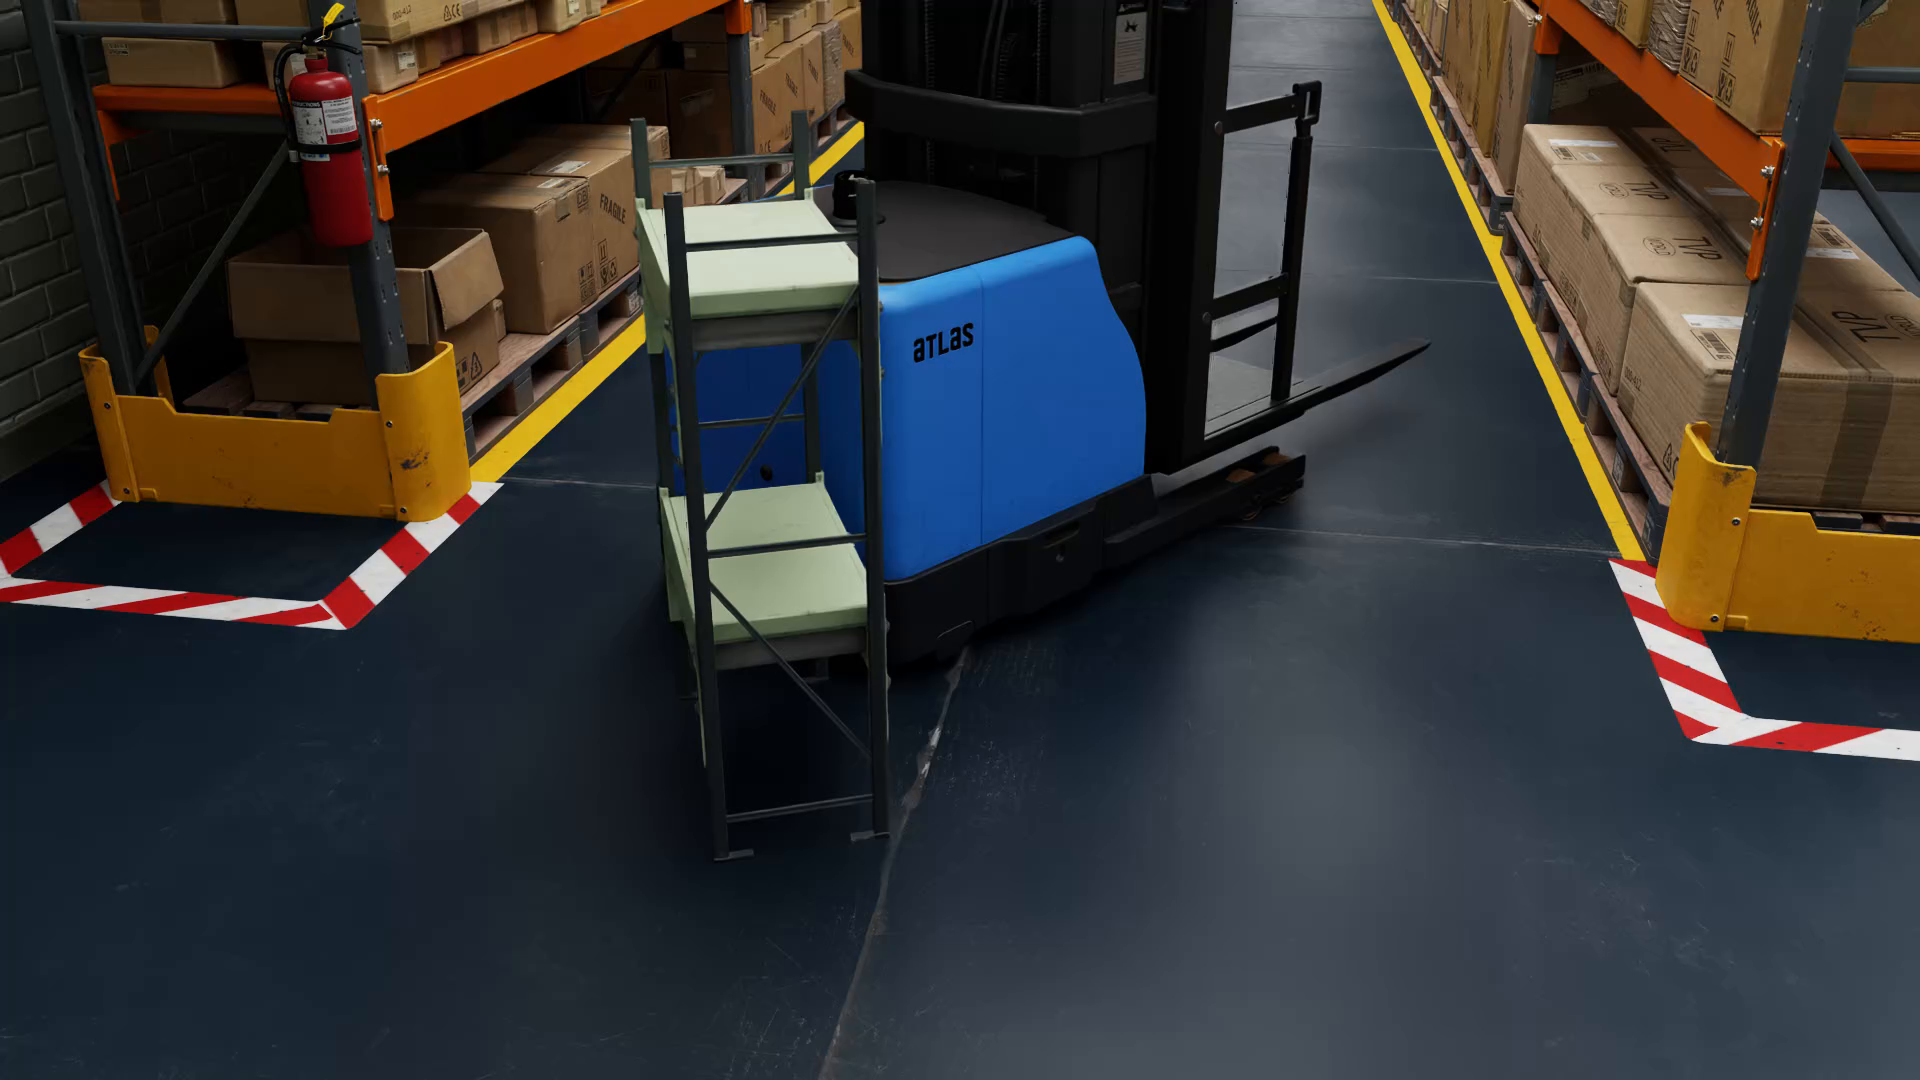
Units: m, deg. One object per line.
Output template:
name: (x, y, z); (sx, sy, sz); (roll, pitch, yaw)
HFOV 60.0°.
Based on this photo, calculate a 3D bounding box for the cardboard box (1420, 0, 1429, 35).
cardboard box: (4.290, -4.357, 13.624); (0.950, 0.372, 0.625); (5, 26, 10)

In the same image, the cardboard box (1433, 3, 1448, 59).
cardboard box: (4.048, -3.731, 12.287); (0.950, 0.372, 0.625); (2, 25, 5)

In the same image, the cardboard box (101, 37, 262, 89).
cardboard box: (-2.470, -1.535, 5.288); (0.380, 0.149, 0.250); (4, 25, 8)

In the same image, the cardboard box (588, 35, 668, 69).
cardboard box: (-1.830, -2.690, 9.147); (0.380, 0.149, 0.250); (3, 25, 6)

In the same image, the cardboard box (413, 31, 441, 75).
cardboard box: (-1.939, -1.606, 5.439); (0.380, 0.149, 0.250); (5, 25, 10)

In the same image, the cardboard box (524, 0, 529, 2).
cardboard box: (-1.758, -2.153, 6.137); (0.500, 0.250, 0.500); (4, 25, 8)

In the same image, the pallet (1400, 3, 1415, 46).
pallet: (4.473, -4.579, 14.785); (1.003, 0.211, 1.213); (4, 25, 9)

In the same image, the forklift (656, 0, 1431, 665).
forklift: (0.499, -1.526, 5.053); (1.130, 2.935, 3.031); (23, 33, 40)

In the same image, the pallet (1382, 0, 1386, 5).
pallet: (4.871, -5.700, 17.179); (1.003, 0.211, 1.213); (4, 25, 9)

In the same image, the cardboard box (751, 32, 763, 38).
cardboard box: (-1.316, -2.769, 9.316); (0.380, 0.149, 0.250); (3, 25, 7)

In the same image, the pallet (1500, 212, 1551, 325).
pallet: (3.090, -1.247, 7.664); (1.003, 0.211, 1.213); (4, 25, 9)

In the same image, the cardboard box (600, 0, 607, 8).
cardboard box: (-1.679, -2.256, 6.827); (0.380, 0.149, 0.250); (4, 25, 8)

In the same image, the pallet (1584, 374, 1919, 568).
pallet: (2.692, -0.226, 5.484); (1.003, 0.211, 1.213); (4, 25, 9)

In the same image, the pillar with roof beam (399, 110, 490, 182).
pillar with roof beam: (1.638, -5.355, 6.075); (9.100, 9.000, 0.400); (4, 25, 9)

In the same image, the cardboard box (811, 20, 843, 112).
cardboard box: (-1.051, -3.058, 10.697); (0.500, 0.500, 0.500); (3, 25, 7)

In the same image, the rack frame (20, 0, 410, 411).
rack frame: (-2.259, -1.492, 4.898); (1.000, 3.000, 0.127); (4, 25, 9)

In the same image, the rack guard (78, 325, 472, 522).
rack guard: (-2.247, -0.391, 5.496); (1.175, 0.500, 0.348); (4, 25, 9)

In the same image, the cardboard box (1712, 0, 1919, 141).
cardboard box: (2.456, -1.415, 4.616); (0.500, 0.500, 0.500); (4, 25, 9)

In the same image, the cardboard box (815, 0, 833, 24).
cardboard box: (-1.027, -3.413, 10.690); (0.380, 0.149, 0.250); (3, 25, 6)

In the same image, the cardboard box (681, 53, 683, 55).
cardboard box: (-1.728, -2.655, 9.838); (0.500, 0.500, 0.500); (3, 25, 6)

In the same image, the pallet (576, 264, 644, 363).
pallet: (-1.916, -1.103, 7.357); (1.003, 0.211, 1.213); (4, 25, 9)

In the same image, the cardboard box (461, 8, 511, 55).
cardboard box: (-1.829, -1.820, 5.896); (0.380, 0.149, 0.250); (5, 26, 10)

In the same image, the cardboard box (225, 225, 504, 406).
cardboard box: (-2.066, -0.800, 5.871); (0.797, 0.503, 0.637); (3, 25, 6)

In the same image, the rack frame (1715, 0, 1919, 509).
rack frame: (2.638, -1.149, 4.167); (1.000, 3.000, 0.127); (4, 25, 9)

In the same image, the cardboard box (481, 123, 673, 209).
cardboard box: (-1.718, -1.588, 7.557); (0.700, 0.500, 0.500); (3, 25, 7)

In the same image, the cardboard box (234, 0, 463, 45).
cardboard box: (-1.920, -1.730, 5.233); (0.500, 0.250, 0.500); (4, 25, 9)

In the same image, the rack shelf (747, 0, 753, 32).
rack shelf: (-1.279, -3.675, 10.412); (1.077, 0.370, 4.000); (4, 25, 9)

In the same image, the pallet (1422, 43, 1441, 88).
pallet: (4.075, -3.559, 12.604); (1.003, 0.211, 1.213); (4, 25, 9)

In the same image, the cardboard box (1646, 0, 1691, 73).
cardboard box: (2.627, -1.839, 5.523); (0.500, 0.500, 0.500); (5, 26, 10)

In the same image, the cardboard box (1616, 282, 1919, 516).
cardboard box: (2.647, -0.462, 5.226); (0.875, 0.438, 0.875); (3, 25, 7)

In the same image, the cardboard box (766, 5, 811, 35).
cardboard box: (-1.133, -3.198, 10.233); (0.380, 0.149, 0.250); (5, 26, 10)

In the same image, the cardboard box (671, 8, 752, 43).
cardboard box: (-1.344, -2.787, 9.003); (0.380, 0.149, 0.250); (4, 25, 8)

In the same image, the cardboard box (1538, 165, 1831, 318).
cardboard box: (2.938, -1.222, 6.850); (0.875, 0.438, 0.875); (3, 25, 7)

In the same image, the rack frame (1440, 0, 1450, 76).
rack frame: (3.945, -4.495, 11.315); (1.000, 3.000, 0.127); (4, 25, 9)

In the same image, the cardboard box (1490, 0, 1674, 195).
cardboard box: (3.314, -2.315, 8.668); (0.875, 0.875, 0.875); (5, 26, 10)

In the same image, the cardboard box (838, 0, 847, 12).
cardboard box: (-0.971, -3.635, 11.165); (0.380, 0.149, 0.250); (5, 26, 10)

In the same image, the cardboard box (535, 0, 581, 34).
cardboard box: (-1.676, -2.032, 6.349); (0.380, 0.149, 0.250); (3, 25, 7)

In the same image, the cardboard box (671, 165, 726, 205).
cardboard box: (-1.407, -1.810, 8.447); (0.380, 0.149, 0.250); (3, 25, 7)

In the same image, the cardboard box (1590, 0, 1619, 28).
cardboard box: (2.783, -2.272, 6.447); (0.500, 0.500, 0.500); (4, 25, 9)

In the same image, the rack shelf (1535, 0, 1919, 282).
rack shelf: (2.965, -1.660, 6.107); (1.077, 0.370, 4.000); (4, 25, 9)

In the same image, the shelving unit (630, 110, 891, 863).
shelving unit: (-0.452, -0.135, 3.768); (0.431, 1.500, 0.755); (-6, 26, -13)

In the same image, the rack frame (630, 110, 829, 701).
rack frame: (-0.546, -0.284, 4.089); (0.400, 1.500, 0.023); (-6, 26, -13)

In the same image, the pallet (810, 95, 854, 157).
pallet: (-1.313, -2.756, 10.889); (1.003, 0.211, 1.213); (4, 25, 9)

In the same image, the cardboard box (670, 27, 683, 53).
cardboard box: (-1.761, -2.903, 9.602); (0.380, 0.149, 0.250); (4, 25, 9)

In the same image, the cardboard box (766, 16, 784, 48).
cardboard box: (-1.254, -2.993, 9.794); (0.380, 0.149, 0.250); (4, 25, 8)

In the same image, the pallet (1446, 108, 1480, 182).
pallet: (3.541, -2.399, 10.126); (1.003, 0.211, 1.213); (4, 25, 9)

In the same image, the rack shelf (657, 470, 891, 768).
rack shelf: (-0.452, 0.161, 3.907); (0.431, 0.370, 0.720); (-6, 26, -13)

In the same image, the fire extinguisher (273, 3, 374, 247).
fire extinguisher: (-1.828, -1.194, 4.794); (0.296, 0.674, 0.183); (4, 25, 9)

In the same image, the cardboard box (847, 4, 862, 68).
cardboard box: (-0.901, -3.495, 11.632); (0.500, 0.500, 0.500); (4, 25, 8)

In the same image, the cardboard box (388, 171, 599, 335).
cardboard box: (-1.888, -1.154, 6.630); (0.700, 0.500, 0.500); (5, 26, 11)

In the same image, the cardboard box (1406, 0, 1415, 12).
cardboard box: (4.516, -4.949, 14.888); (0.950, 0.372, 0.625); (4, 25, 9)

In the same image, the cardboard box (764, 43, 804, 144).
cardboard box: (-1.227, -2.633, 9.790); (0.500, 0.500, 0.500); (4, 25, 8)

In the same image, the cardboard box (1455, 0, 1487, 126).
cardboard box: (3.601, -3.067, 10.275); (0.875, 0.875, 0.875); (4, 25, 9)
